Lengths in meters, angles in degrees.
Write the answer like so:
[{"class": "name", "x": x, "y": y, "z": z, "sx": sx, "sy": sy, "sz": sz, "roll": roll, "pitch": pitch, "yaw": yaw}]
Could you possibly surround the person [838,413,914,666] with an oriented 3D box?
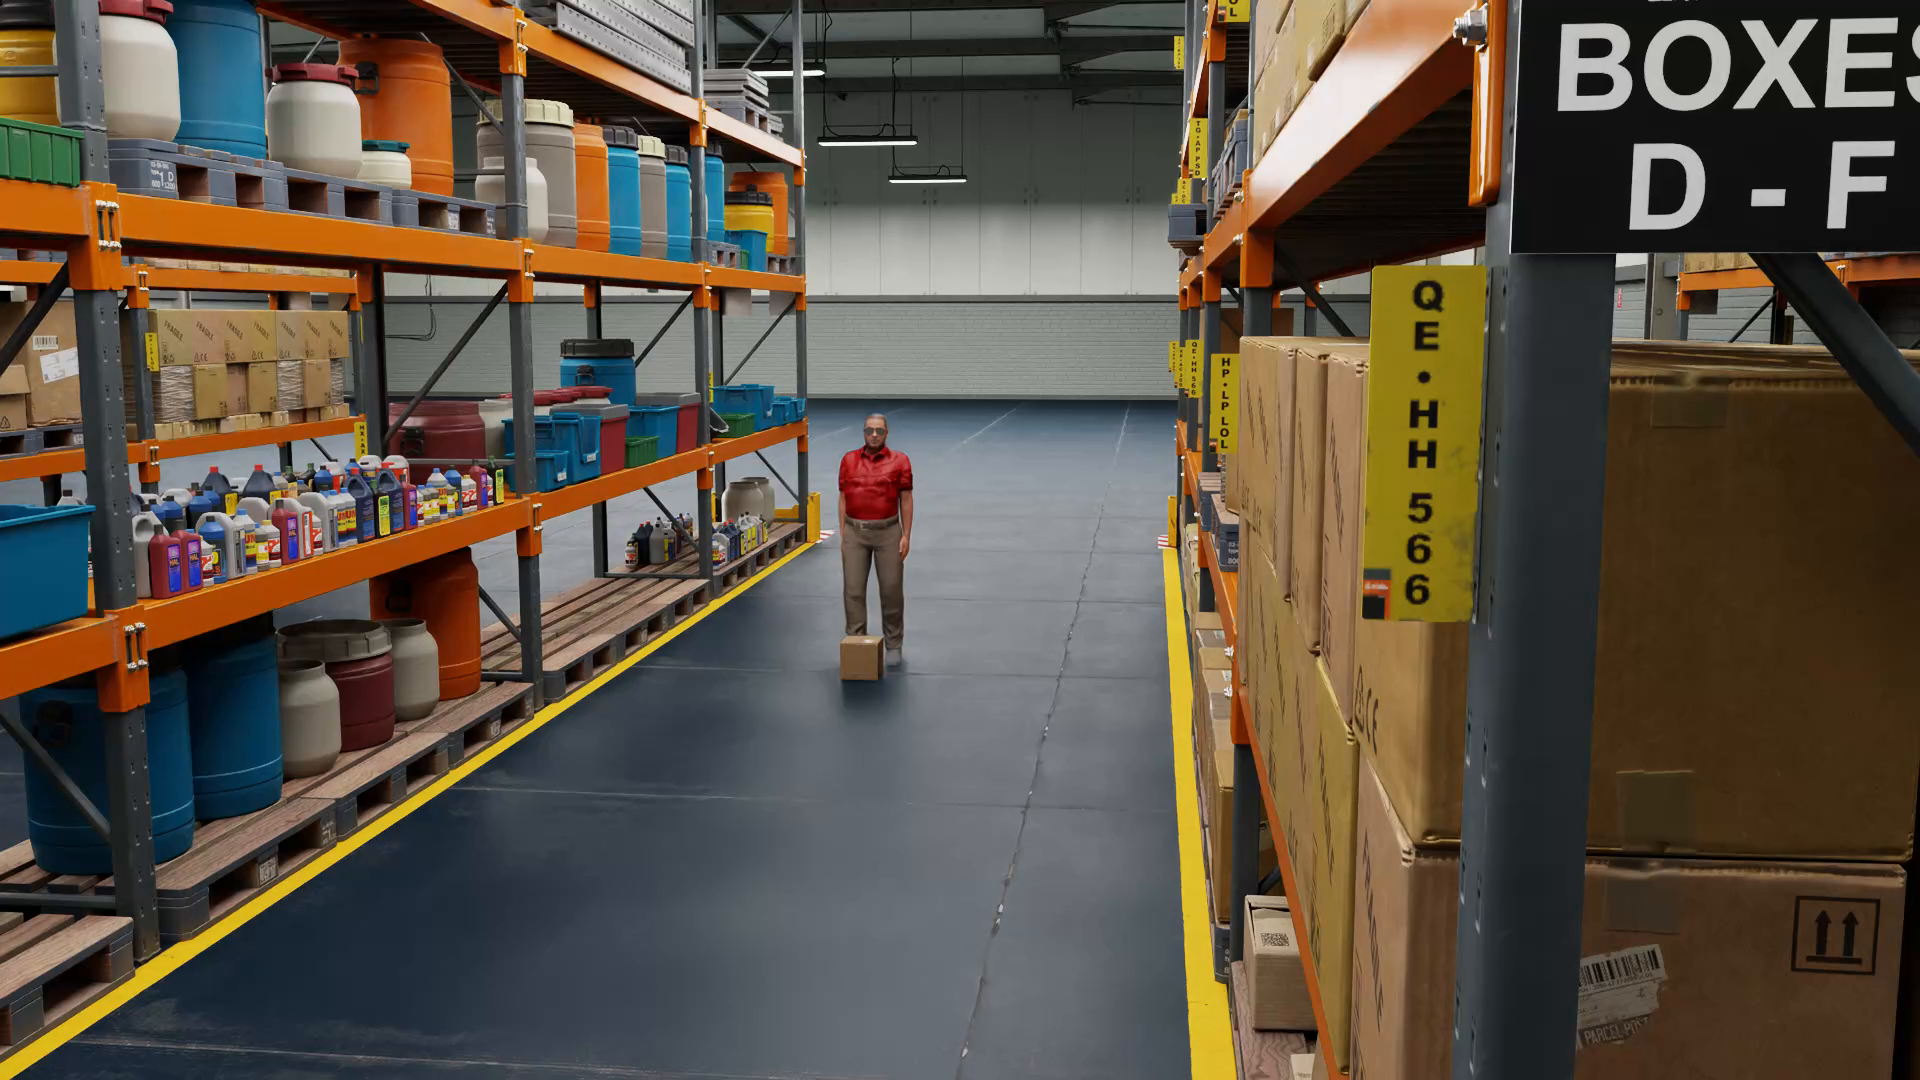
[{"class": "person", "x": -0.587, "y": 0.004, "z": 11.432, "sx": 0.526, "sy": 1.743, "sz": 0.360, "roll": 1, "pitch": 8, "yaw": 8}]
